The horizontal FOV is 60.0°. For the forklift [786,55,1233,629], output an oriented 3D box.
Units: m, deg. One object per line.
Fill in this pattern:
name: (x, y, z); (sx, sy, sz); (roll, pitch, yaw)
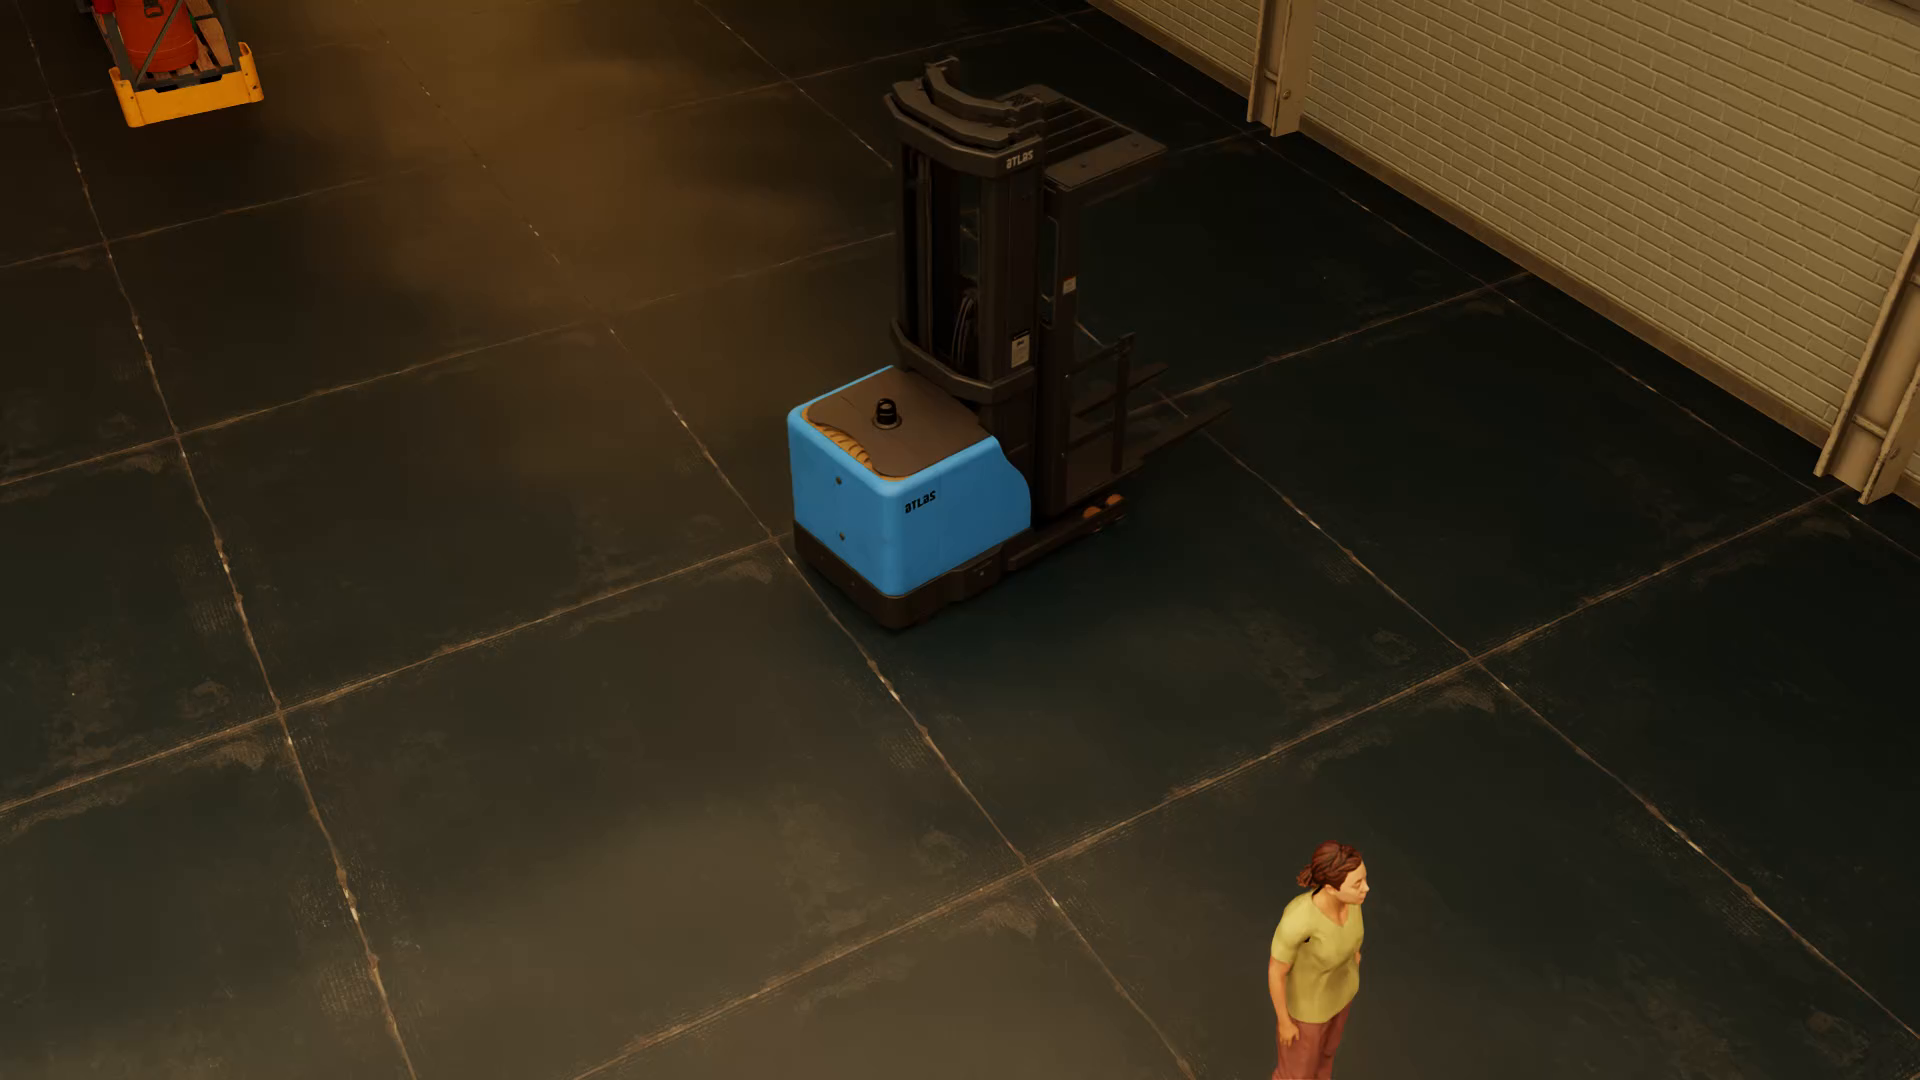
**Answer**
forklift: (0.443, -1.406, 9.731); (3.031, 2.935, 1.130); (-28, 47, -29)

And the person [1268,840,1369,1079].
person: (1.497, 1.882, 6.748); (0.537, 1.681, 0.524); (-31, 49, -32)
